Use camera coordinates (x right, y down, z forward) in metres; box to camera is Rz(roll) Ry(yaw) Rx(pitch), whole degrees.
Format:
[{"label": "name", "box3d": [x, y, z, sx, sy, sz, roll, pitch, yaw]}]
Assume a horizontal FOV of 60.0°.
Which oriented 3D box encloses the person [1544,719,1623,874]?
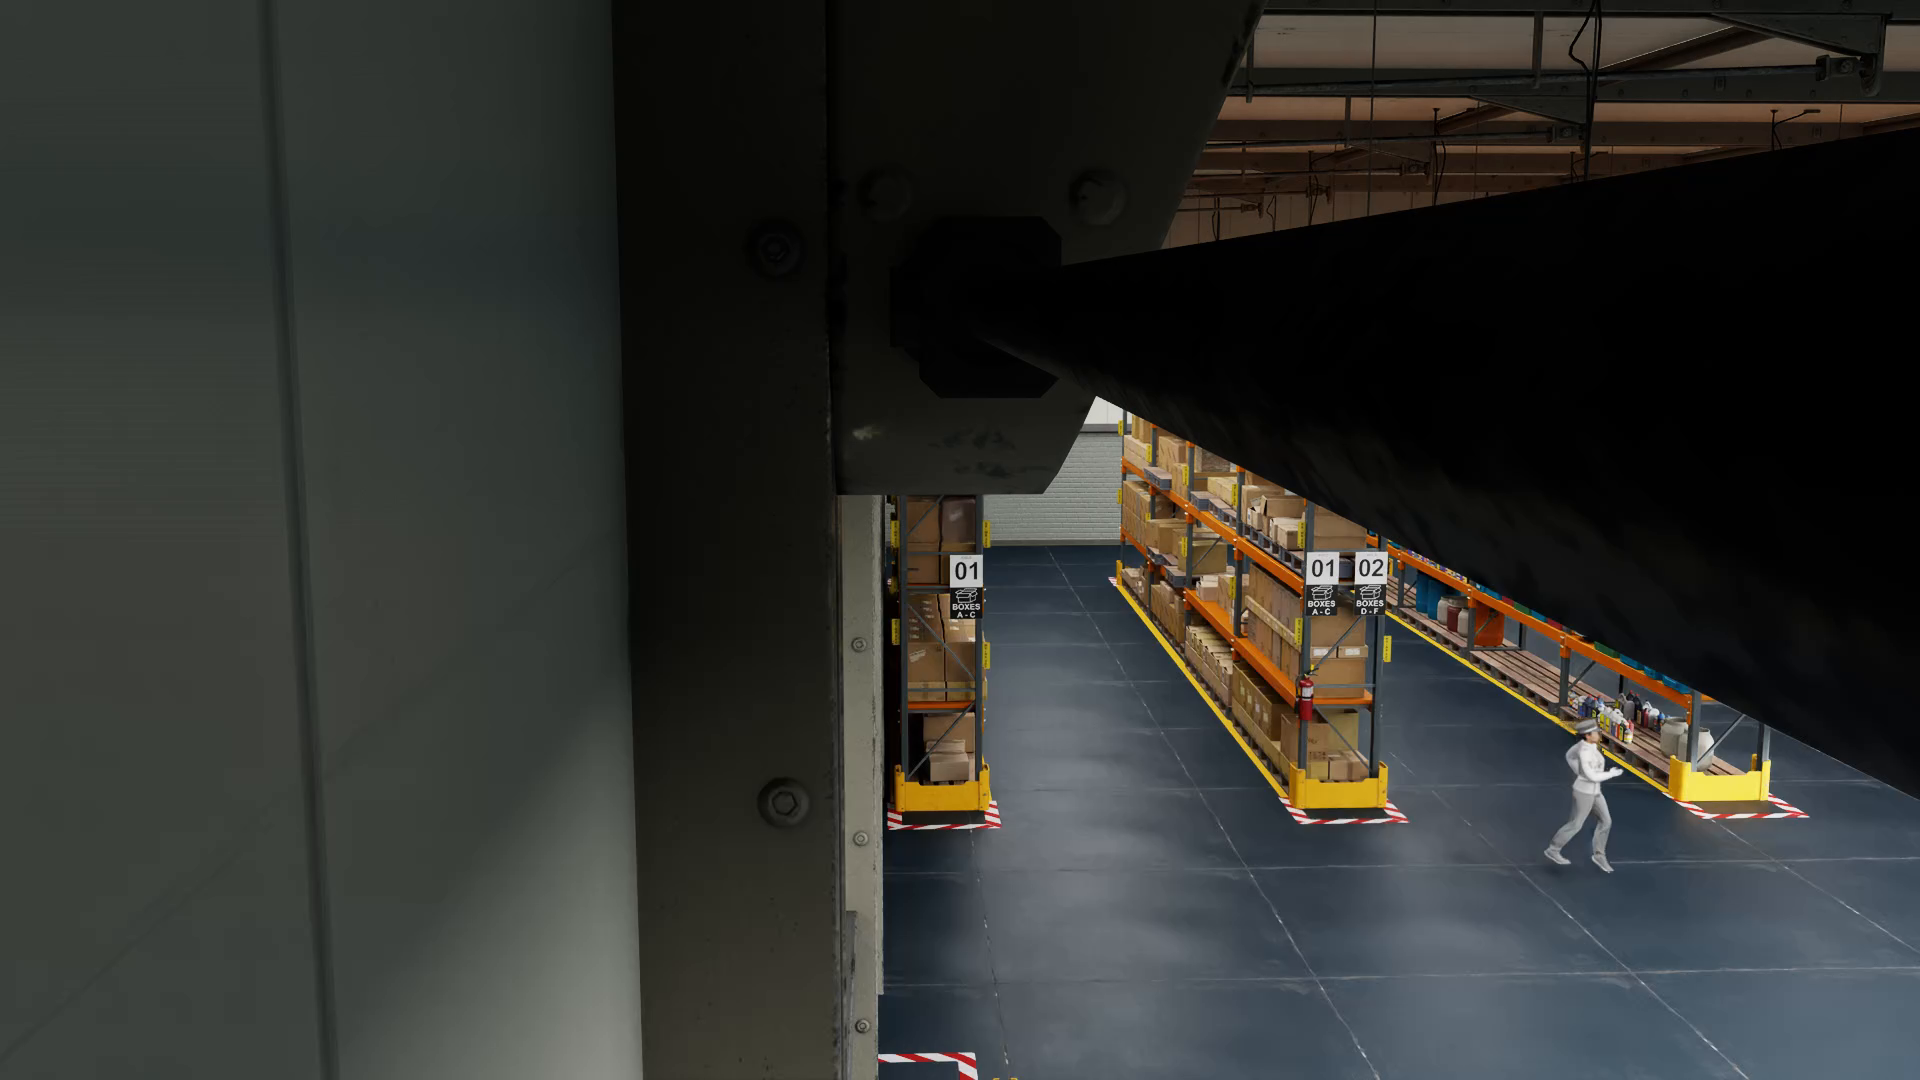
[{"label": "person", "box3d": [6.871, 2.812, 18.297, 0.760, 1.752, 0.582, 4, 9, 27]}]
